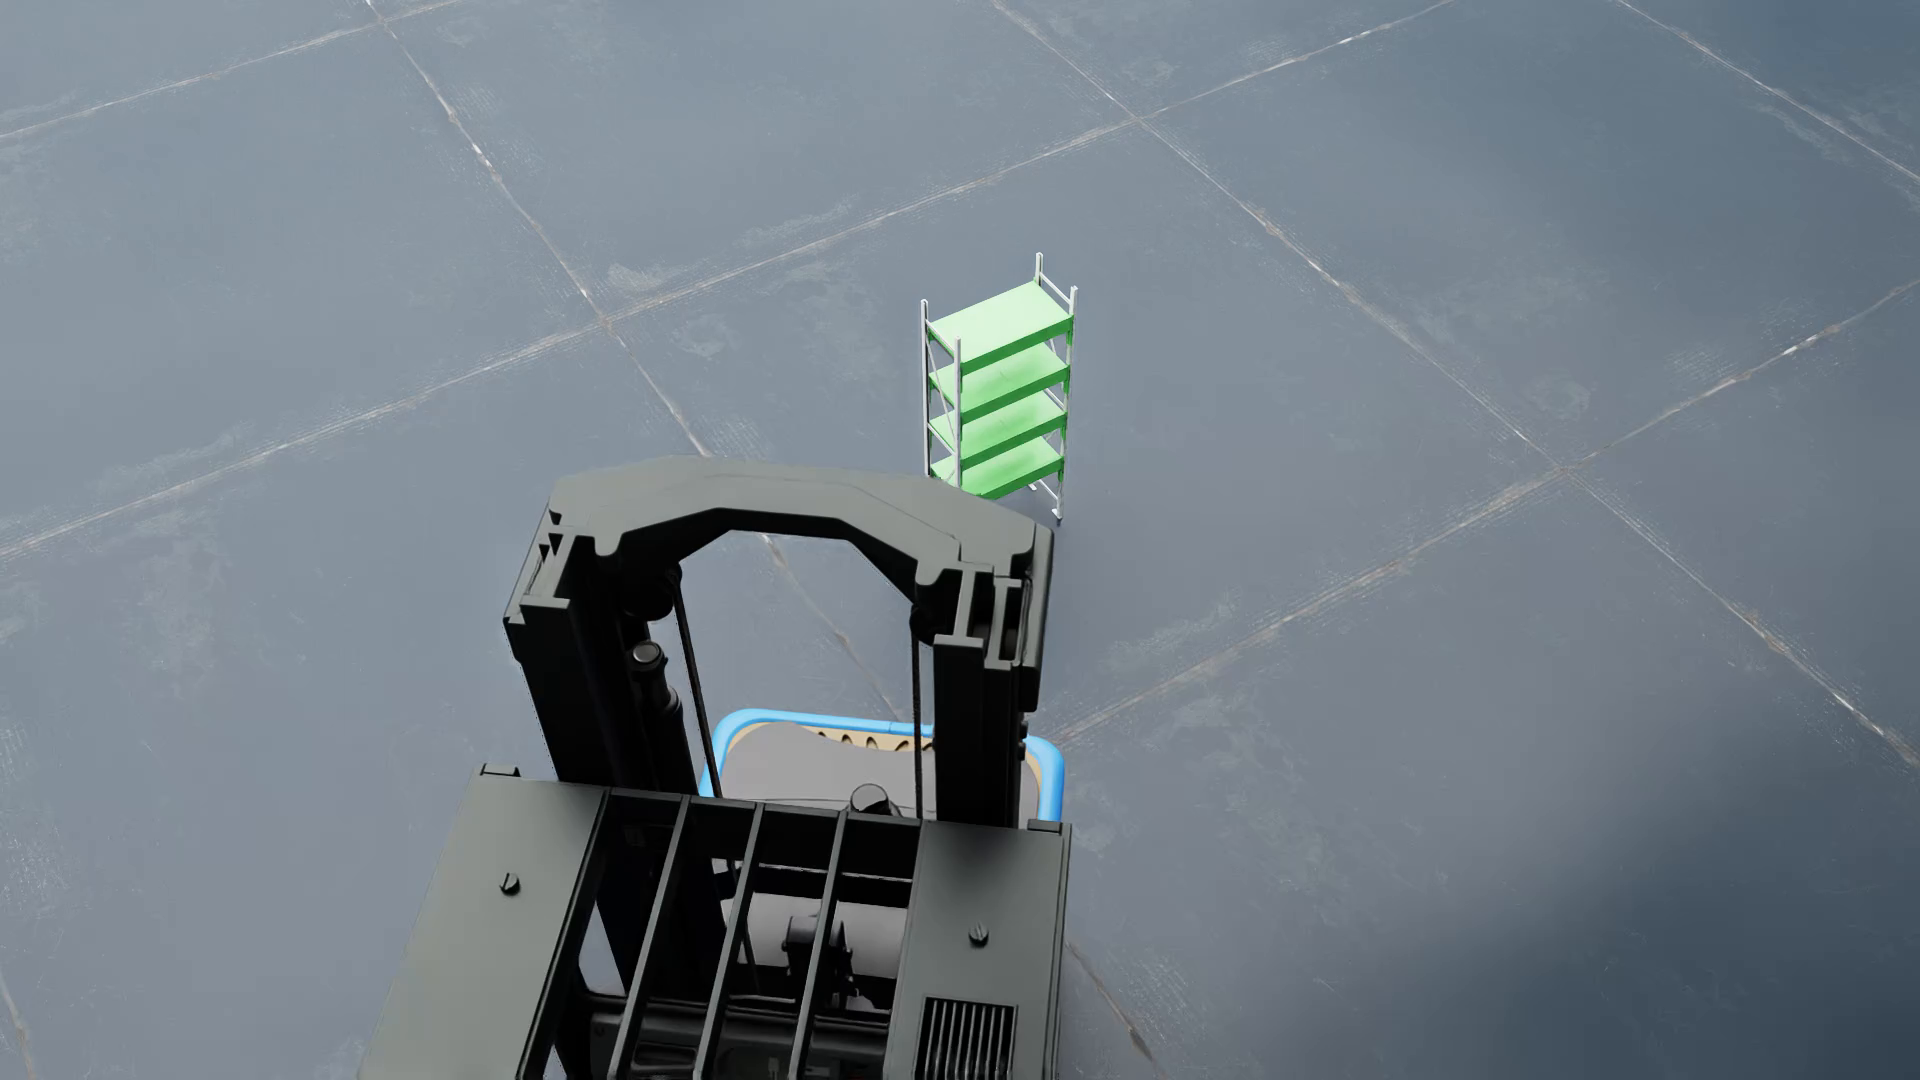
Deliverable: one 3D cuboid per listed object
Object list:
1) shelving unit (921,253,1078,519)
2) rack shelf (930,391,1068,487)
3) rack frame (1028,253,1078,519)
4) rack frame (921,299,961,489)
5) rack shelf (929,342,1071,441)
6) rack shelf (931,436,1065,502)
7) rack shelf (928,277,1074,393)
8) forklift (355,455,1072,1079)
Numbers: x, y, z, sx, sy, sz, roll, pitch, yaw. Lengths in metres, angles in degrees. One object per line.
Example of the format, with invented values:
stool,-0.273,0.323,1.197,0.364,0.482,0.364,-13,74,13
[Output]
shelving unit,0.140,-0.465,6.306,0.503,1.200,0.258,-25,53,-21
rack shelf,0.140,-0.423,6.354,0.480,0.148,0.258,-25,53,-21
rack frame,0.346,-0.562,6.393,0.015,1.200,0.240,-25,53,-21
rack frame,-0.066,-0.368,6.219,0.015,1.200,0.240,-25,53,-21
rack shelf,0.140,-0.582,6.174,0.480,0.148,0.258,-25,53,-21
rack shelf,0.140,-0.263,6.533,0.480,0.148,0.258,-25,53,-21
rack shelf,0.140,-0.742,5.995,0.480,0.148,0.258,-25,53,-21
forklift,-0.376,1.359,3.523,1.130,2.935,3.031,5,49,5
